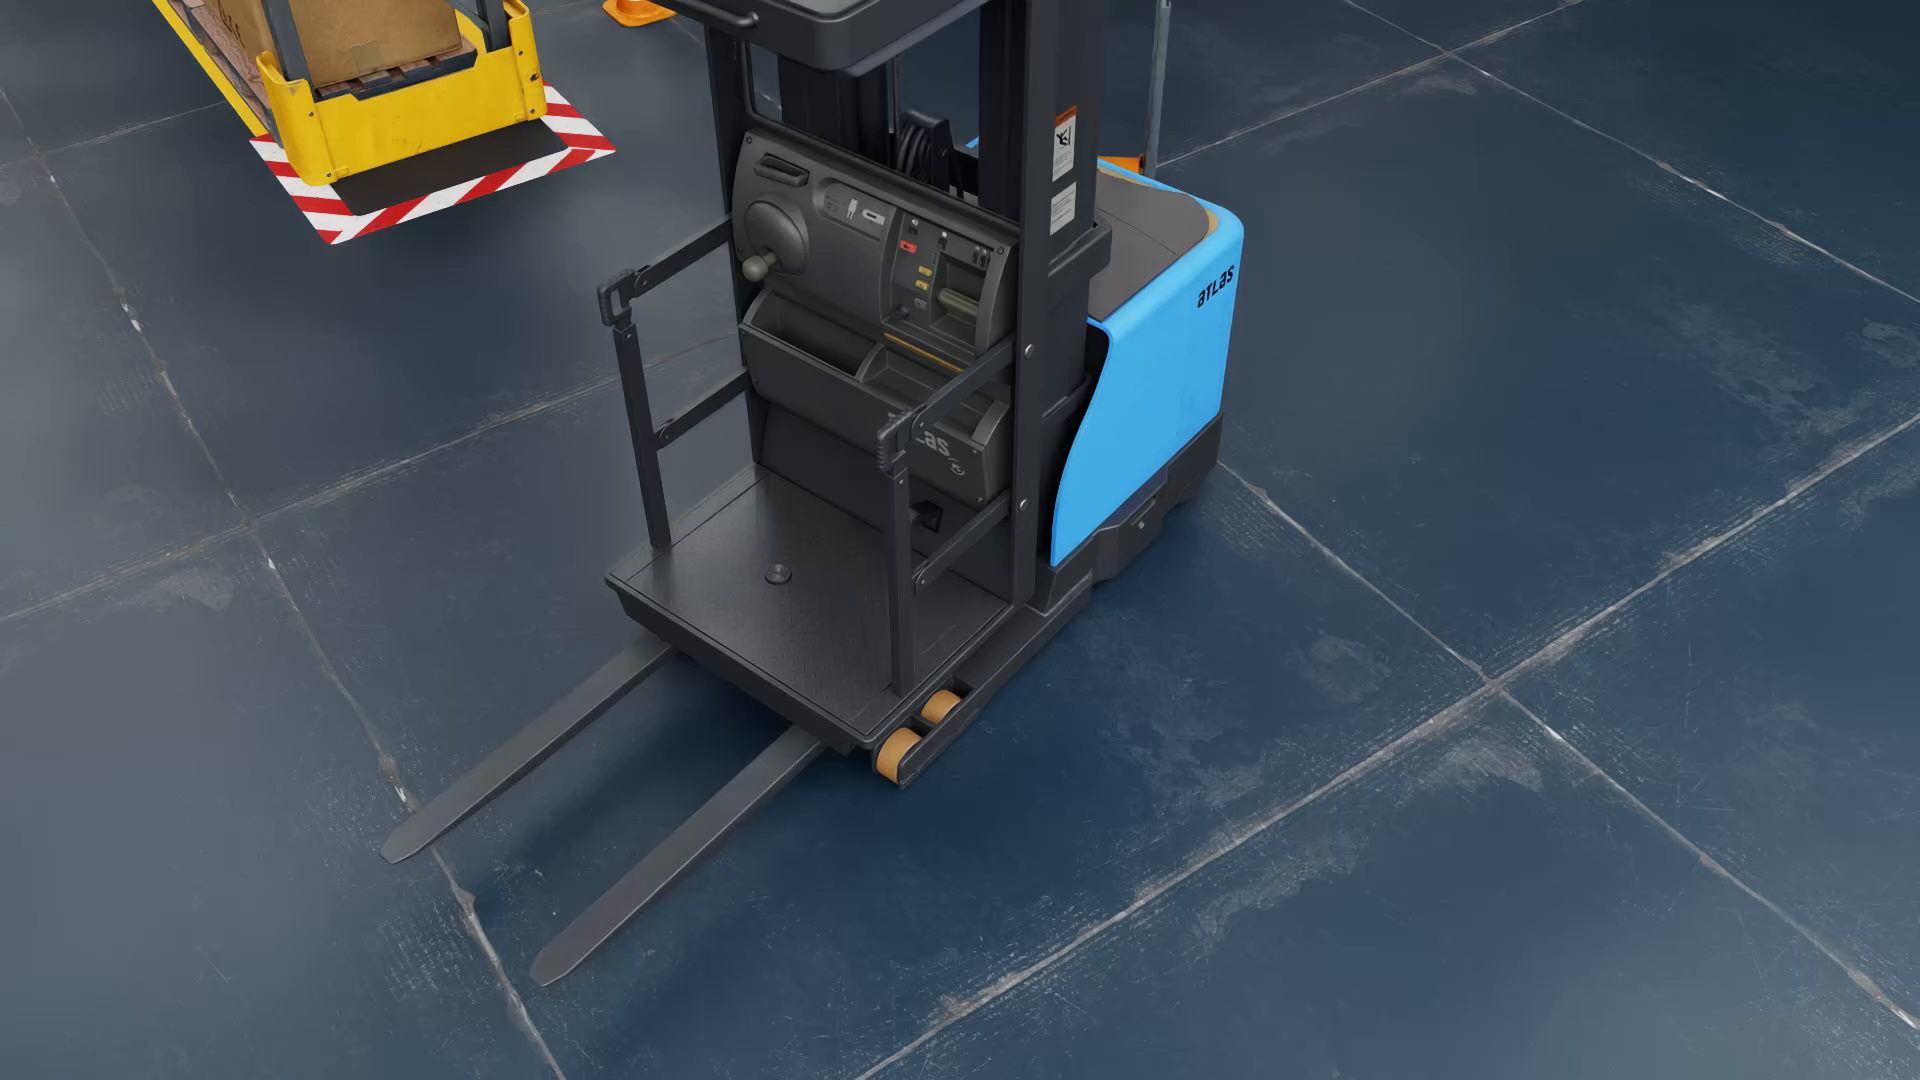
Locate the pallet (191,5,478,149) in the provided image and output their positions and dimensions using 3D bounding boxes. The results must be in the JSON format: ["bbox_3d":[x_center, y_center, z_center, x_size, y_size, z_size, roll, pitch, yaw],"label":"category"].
[{"bbox_3d":[-3.040,-2.396,8.107,1.003,0.211,1.213,-26,49,-24],"label":"pallet"}]

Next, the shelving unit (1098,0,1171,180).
[{"bbox_3d":[0.175,-1.387,6.116,1.083,1.500,0.587,4,44,4],"label":"shelving unit"}]

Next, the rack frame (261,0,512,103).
[{"bbox_3d":[-2.518,-2.982,6.702,1.000,3.000,0.127,-26,49,-24],"label":"rack frame"}]

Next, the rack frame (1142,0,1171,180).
[{"bbox_3d":[0.690,-1.353,6.081,0.032,1.500,0.500,4,44,4],"label":"rack frame"}]

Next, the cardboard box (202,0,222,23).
[{"bbox_3d":[-3.465,-3.221,8.187,0.875,0.875,0.875,-26,50,-25],"label":"cardboard box"}]

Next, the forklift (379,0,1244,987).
[{"bbox_3d":[-0.387,-0.722,4.384,1.130,2.935,3.031,29,51,27],"label":"forklift"}]

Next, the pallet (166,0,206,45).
[{"bbox_3d":[-3.733,-3.086,8.830,1.003,0.211,1.213,-26,49,-24],"label":"pallet"}]

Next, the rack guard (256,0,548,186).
[{"bbox_3d":[-2.504,-2.065,7.551,1.175,0.500,0.348,-26,49,-24],"label":"rack guard"}]

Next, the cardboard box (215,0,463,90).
[{"bbox_3d":[-2.960,-2.724,7.665,0.875,0.875,0.875,-25,49,-24],"label":"cardboard box"}]

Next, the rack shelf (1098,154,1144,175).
[{"bbox_3d":[0.184,-1.256,6.240,1.000,0.185,0.538,4,44,4],"label":"rack shelf"}]

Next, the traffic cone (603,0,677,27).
[{"bbox_3d":[-1.657,-2.927,8.480,0.336,0.463,0.334,-26,49,-24],"label":"traffic cone"}]
